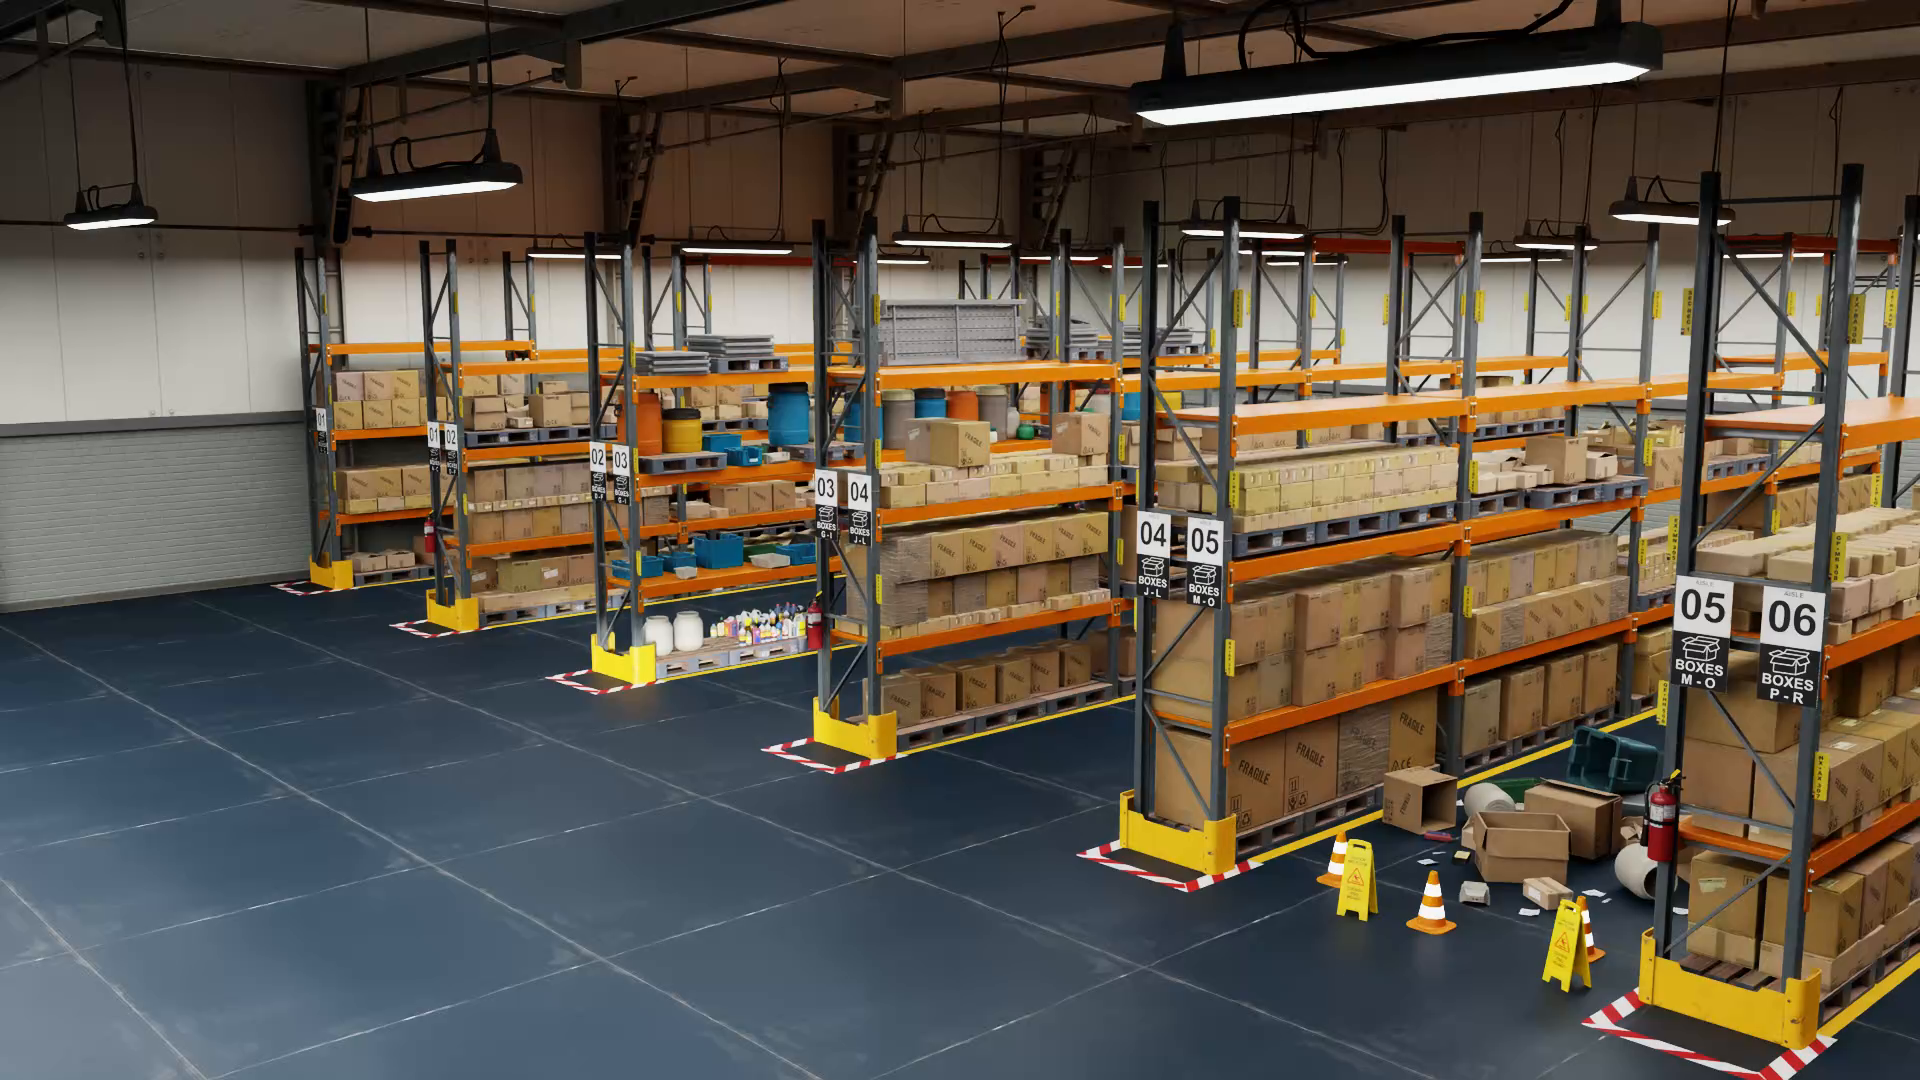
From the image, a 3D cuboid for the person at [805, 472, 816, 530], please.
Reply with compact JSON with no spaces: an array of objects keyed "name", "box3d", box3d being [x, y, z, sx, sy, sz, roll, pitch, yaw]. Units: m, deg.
[{"name":"person","box3d":[-2.924,-0.674,34.462,0.722,1.708,0.597,-6,11,-37]}]
